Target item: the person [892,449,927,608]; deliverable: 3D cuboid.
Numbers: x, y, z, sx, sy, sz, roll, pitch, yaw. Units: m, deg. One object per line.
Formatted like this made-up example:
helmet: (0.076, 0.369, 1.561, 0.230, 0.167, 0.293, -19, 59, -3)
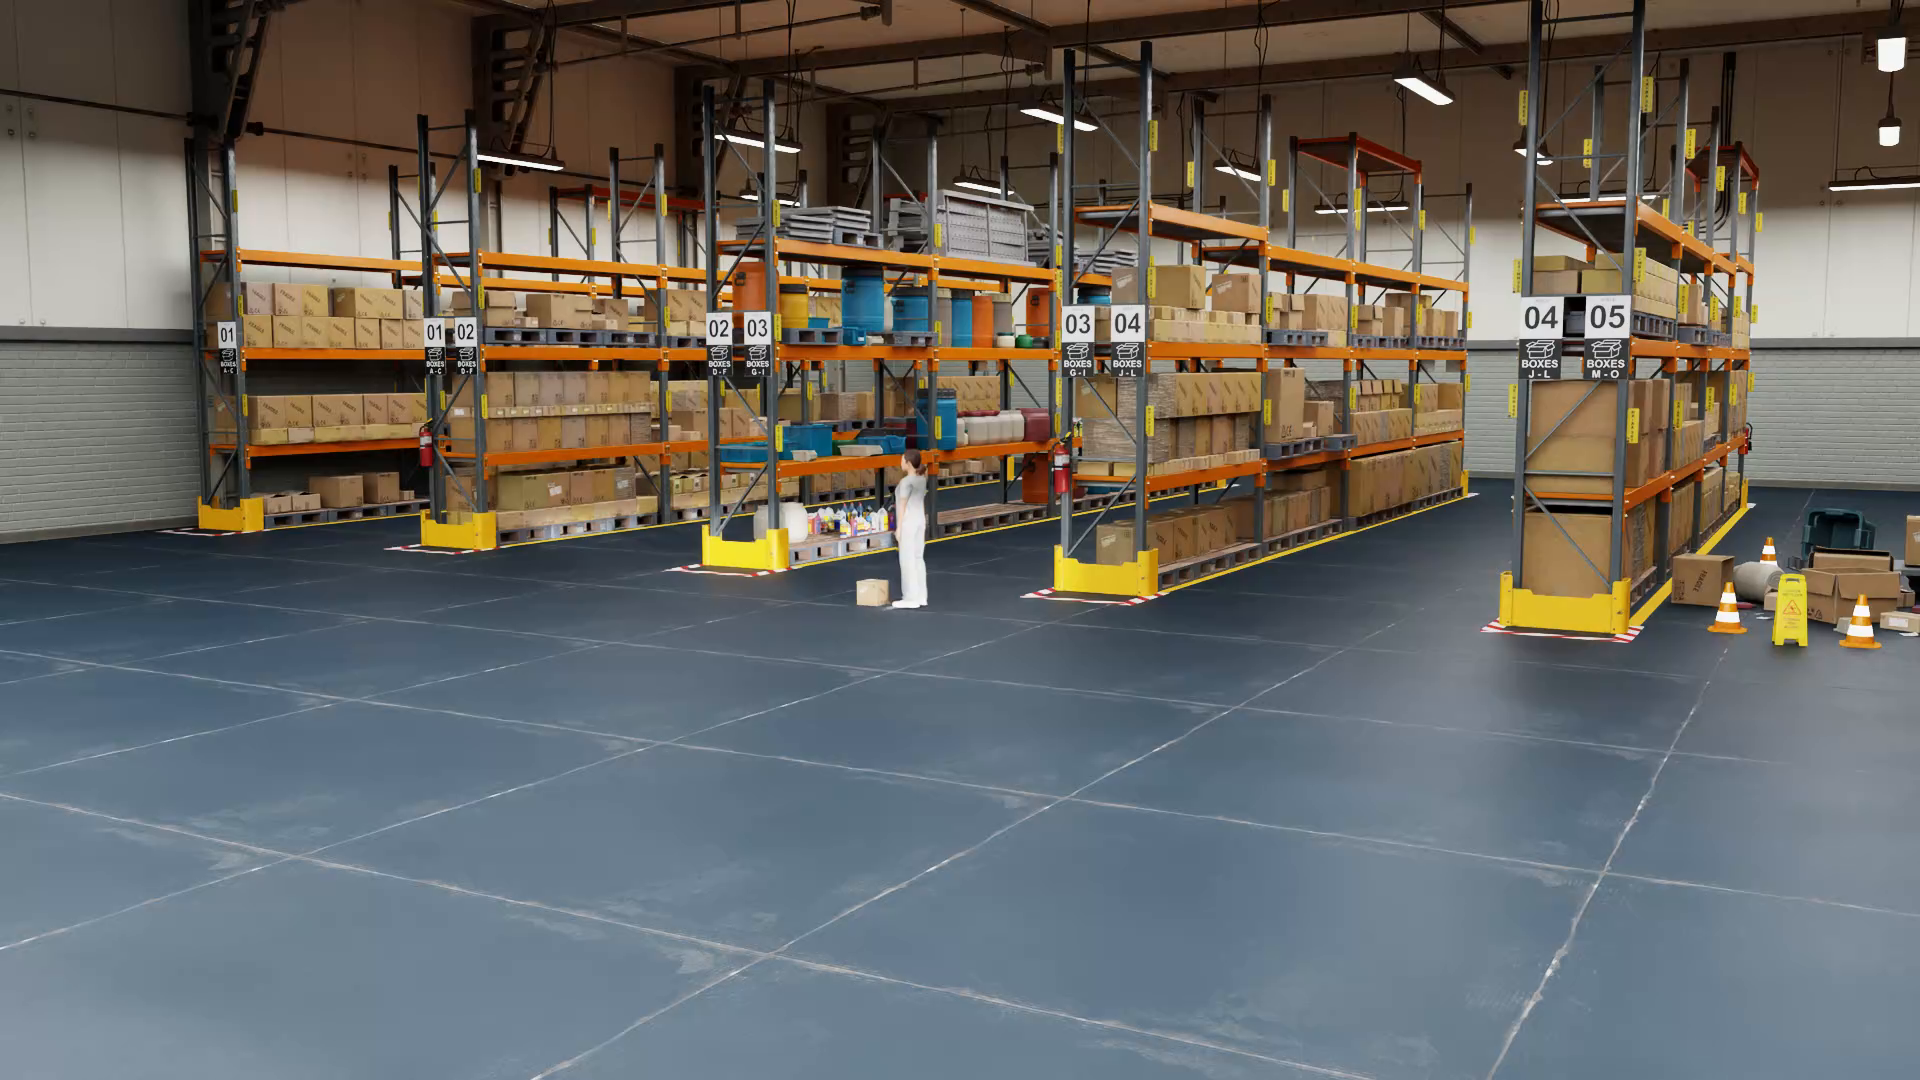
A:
person: (-0.516, -0.110, 17.486, 0.361, 1.698, 0.440, 3, 7, 29)
